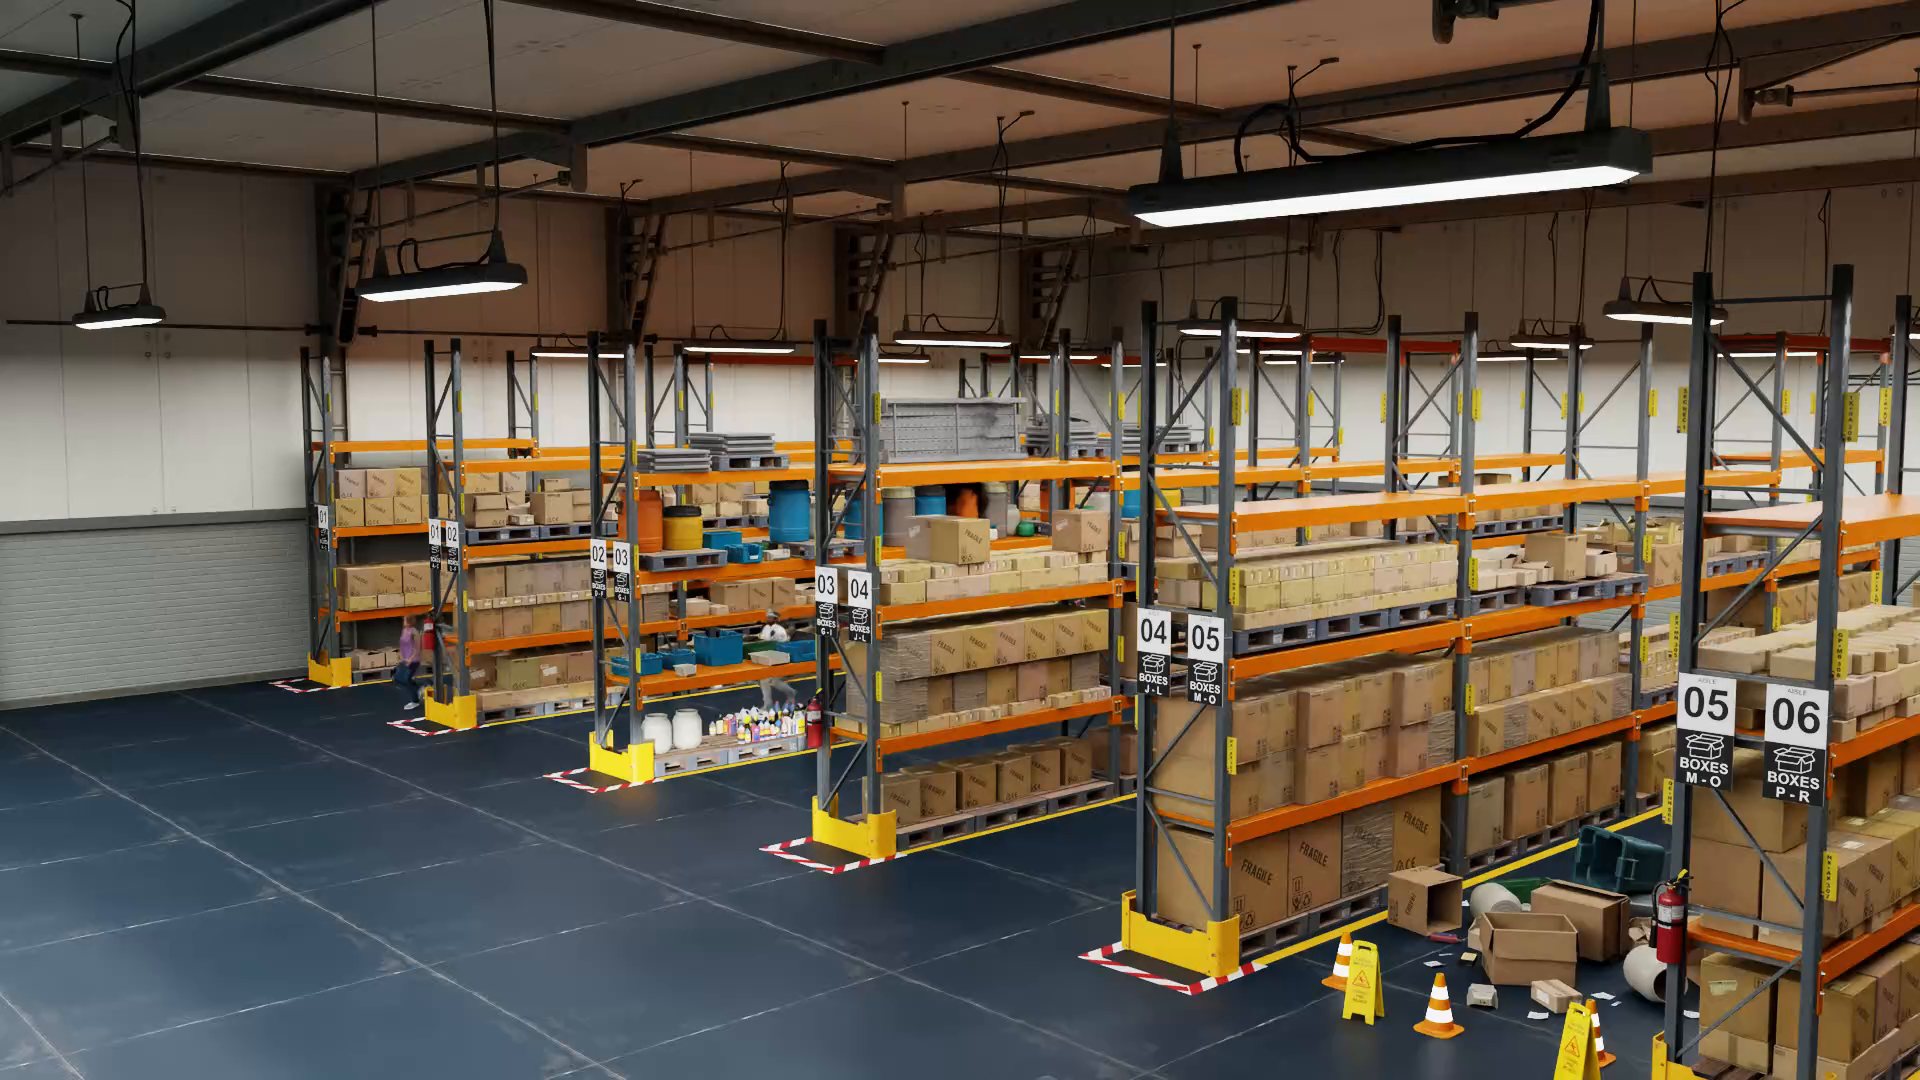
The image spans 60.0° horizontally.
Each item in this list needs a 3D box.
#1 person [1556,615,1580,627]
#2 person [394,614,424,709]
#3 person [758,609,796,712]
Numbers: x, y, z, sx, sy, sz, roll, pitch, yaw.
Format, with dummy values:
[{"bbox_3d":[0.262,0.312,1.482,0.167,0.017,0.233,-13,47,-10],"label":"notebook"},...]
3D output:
[{"bbox_3d":[11.244,1.661,30.823,0.673,1.676,0.636,-4,6,-38],"label":"person"},{"bbox_3d":[-9.052,1.994,27.349,0.486,1.566,0.568,-4,7,-41],"label":"person"},{"bbox_3d":[-3.034,1.943,27.123,0.600,1.684,0.726,4,6,38],"label":"person"}]
